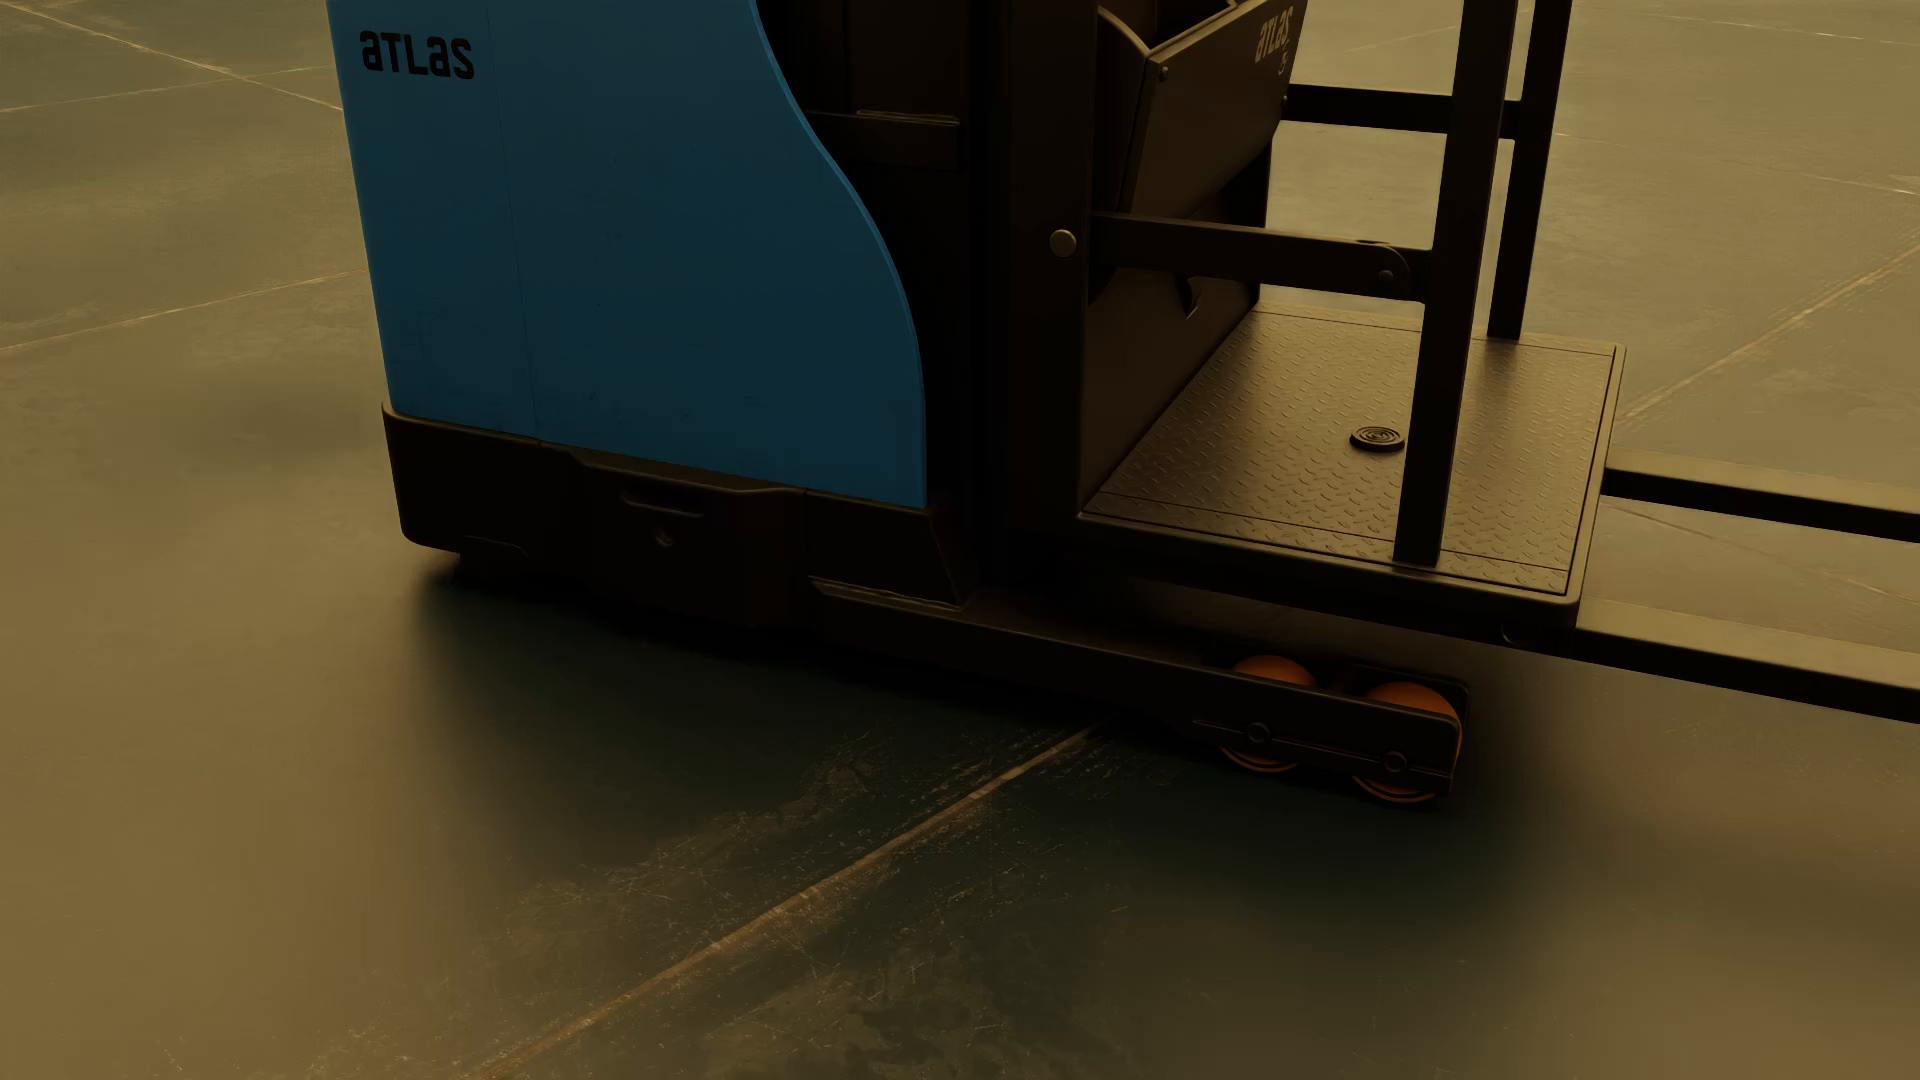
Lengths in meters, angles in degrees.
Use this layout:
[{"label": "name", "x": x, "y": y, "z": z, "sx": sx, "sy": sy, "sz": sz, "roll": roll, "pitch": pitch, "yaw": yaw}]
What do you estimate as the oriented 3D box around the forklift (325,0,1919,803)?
[{"label": "forklift", "x": 0.560, "y": -1.212, "z": 2.247, "sx": 3.031, "sy": 2.935, "sz": 1.130, "roll": 11, "pitch": 28, "yaw": 20}]
